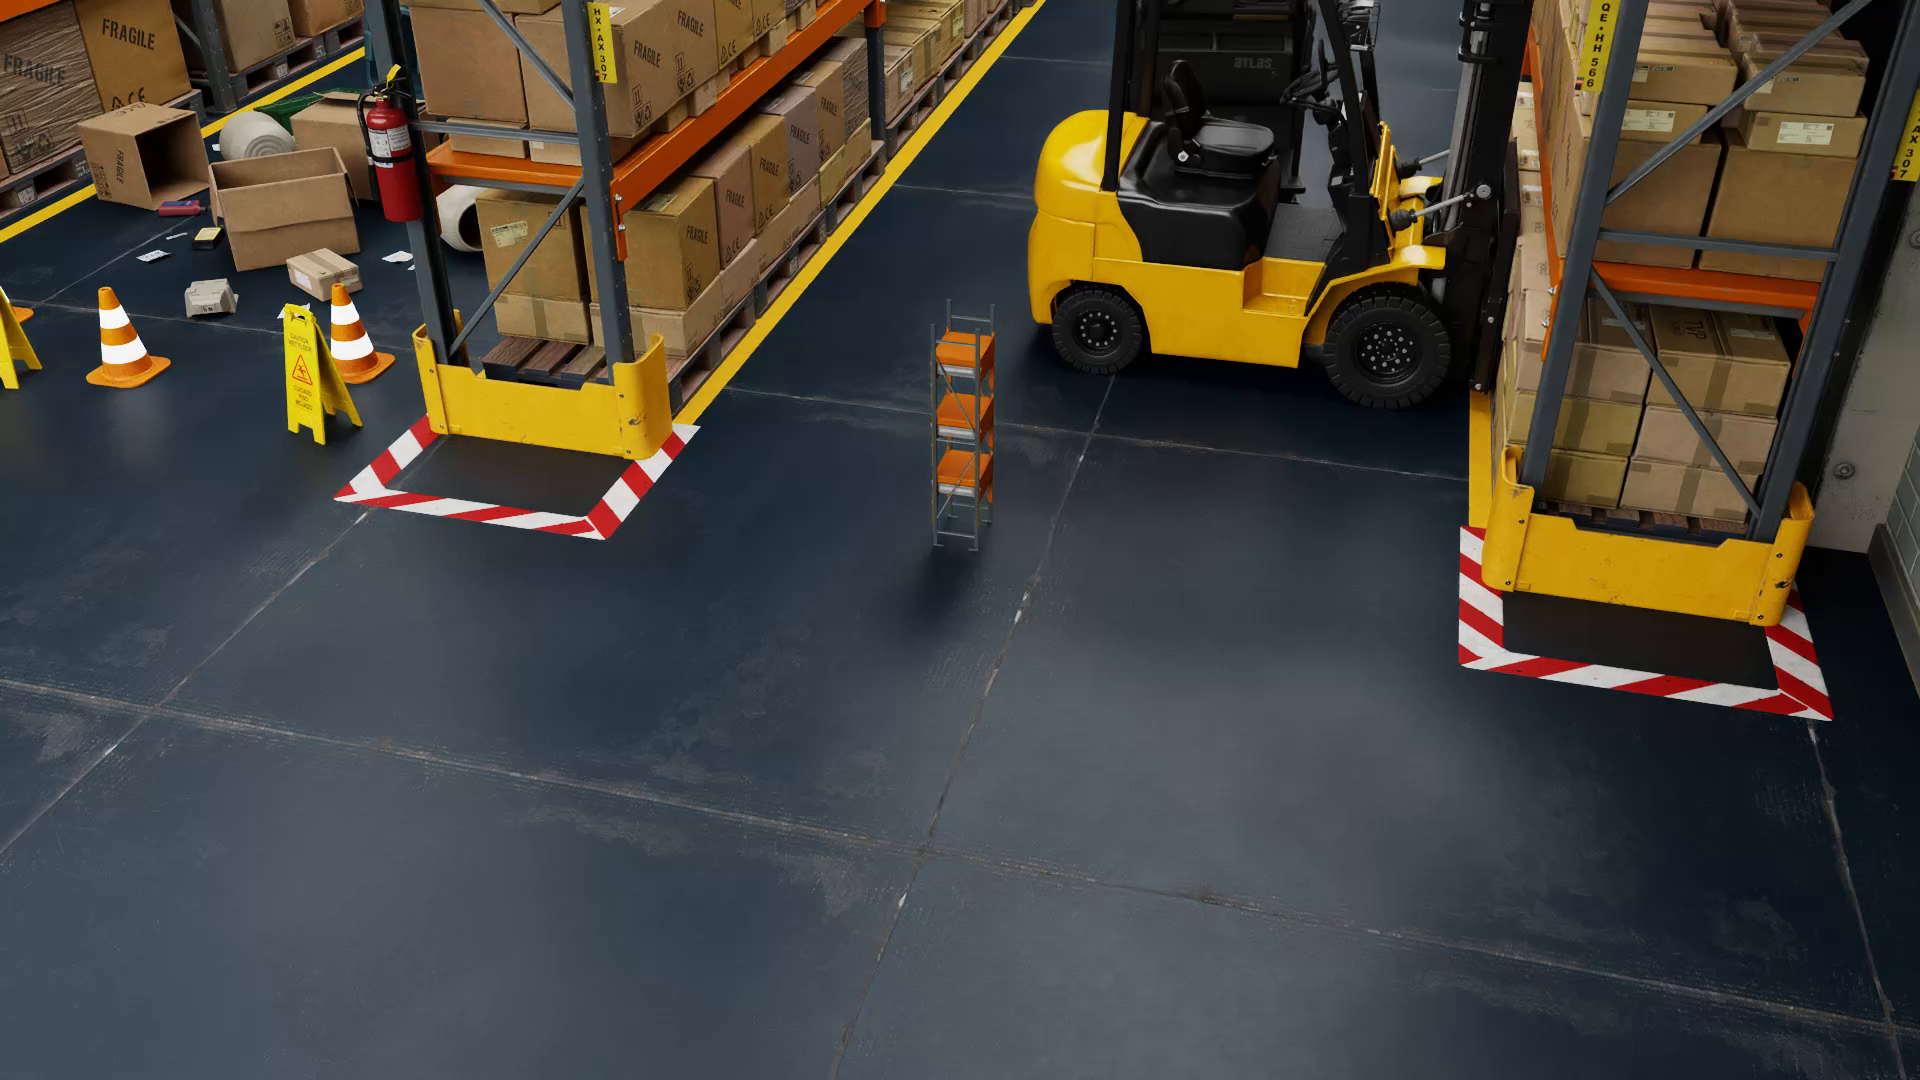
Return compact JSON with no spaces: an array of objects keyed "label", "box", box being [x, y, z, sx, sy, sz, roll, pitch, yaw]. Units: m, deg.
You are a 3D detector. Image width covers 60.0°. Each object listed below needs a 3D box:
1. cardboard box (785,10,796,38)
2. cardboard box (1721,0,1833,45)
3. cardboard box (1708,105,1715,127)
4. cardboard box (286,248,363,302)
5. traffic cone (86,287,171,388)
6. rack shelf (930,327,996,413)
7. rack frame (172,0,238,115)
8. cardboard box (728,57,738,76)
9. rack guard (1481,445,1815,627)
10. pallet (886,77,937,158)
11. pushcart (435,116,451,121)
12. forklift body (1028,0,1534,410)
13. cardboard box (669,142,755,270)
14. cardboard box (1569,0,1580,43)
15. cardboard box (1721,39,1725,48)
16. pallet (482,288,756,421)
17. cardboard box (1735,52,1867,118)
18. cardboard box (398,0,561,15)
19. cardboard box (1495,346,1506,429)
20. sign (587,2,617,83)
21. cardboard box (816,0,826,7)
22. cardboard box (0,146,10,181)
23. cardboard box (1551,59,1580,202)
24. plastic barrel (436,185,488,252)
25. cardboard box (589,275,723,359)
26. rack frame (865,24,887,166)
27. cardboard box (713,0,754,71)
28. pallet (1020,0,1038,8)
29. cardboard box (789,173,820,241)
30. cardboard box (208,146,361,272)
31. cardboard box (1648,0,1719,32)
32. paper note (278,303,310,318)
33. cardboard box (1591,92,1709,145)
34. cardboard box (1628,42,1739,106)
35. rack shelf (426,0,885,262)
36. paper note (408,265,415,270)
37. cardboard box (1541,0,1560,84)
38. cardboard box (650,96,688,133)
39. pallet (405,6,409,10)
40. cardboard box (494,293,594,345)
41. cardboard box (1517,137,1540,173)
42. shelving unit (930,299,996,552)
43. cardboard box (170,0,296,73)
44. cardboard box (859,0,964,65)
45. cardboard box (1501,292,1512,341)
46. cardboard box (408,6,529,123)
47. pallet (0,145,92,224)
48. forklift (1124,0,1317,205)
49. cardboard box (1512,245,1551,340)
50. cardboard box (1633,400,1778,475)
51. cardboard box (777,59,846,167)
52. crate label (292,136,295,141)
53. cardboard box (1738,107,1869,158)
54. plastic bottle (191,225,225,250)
[{"label":"cardboard box","box":[-1.128,-2.869,9.201,0.380,0.149,0.250,7,33,12]},{"label":"cardboard box","box":[3.316,-2.073,6.741,0.380,0.149,0.250,8,33,13]},{"label":"cardboard box","box":[3.299,-1.625,6.917,0.500,0.500,0.500,9,34,14]},{"label":"cardboard box","box":[-3.629,-1.516,9.496,0.380,0.149,0.250,28,42,36]},{"label":"traffic cone","box":[-4.307,-1.067,8.497,0.336,0.463,0.334,8,33,12]},{"label":"rack shelf","box":[0.014,-0.701,6.865,0.215,0.259,0.240,8,33,12]},{"label":"rack frame","box":[-5.807,-4.461,11.472,1.000,3.000,0.127,8,33,12]},{"label":"cardboard box","box":[-1.374,-2.475,8.582,0.380,0.149,0.250,9,34,14]},{"label":"rack guard","box":[2.788,-0.023,6.820,1.175,0.500,0.348,8,33,12]},{"label":"pallet","box":[-0.797,-3.067,11.878,1.003,0.211,1.213,8,33,12]},{"label":"pushcart","box":[-3.211,-3.018,11.645,1.648,0.377,0.936,-3,33,-4]},{"label":"forklift body","box":[1.511,-1.964,8.335,2.313,2.155,1.214,8,33,12]},{"label":"cardboard box","box":[-1.402,-1.763,8.699,0.500,0.500,0.500,7,33,11]},{"label":"cardboard box","box":[2.913,-2.293,7.364,0.380,0.149,0.250,8,33,13]},{"label":"cardboard box","box":[3.330,-1.945,6.816,0.380,0.149,0.250,7,33,11]},{"label":"pallet","box":[-1.748,-1.044,8.695,1.003,0.211,1.213,8,33,12]},{"label":"cardboard box","box":[3.086,-1.677,6.117,0.380,0.149,0.250,7,33,11]},{"label":"cardboard box","box":[-2.090,-2.649,7.318,0.700,0.500,0.500,7,33,11]},{"label":"cardboard box","box":[2.743,-0.651,7.649,0.500,0.250,0.500,8,33,12]},{"label":"sign","box":[-1.483,-2.056,6.881,0.100,0.325,0.005,8,33,12]},{"label":"cardboard box","box":[-0.978,-3.270,9.833,0.380,0.149,0.250,8,33,13]},{"label":"cardboard box","box":[-6.492,-2.484,9.950,0.875,0.875,0.875,8,33,12]},{"label":"cardboard box","box":[2.806,-1.692,7.022,0.500,0.500,0.500,9,34,14]},{"label":"plastic barrel","box":[-2.948,-1.955,9.930,0.421,0.421,0.512,-21,38,-29]},{"label":"cardboard box","box":[-1.536,-1.162,8.453,0.500,0.250,0.500,8,33,12]},{"label":"rack frame","box":[-0.993,-3.840,10.494,1.000,3.000,0.127,8,33,12]},{"label":"cardboard box","box":[-1.363,-2.674,8.289,0.500,0.500,0.500,7,33,11]},{"label":"pallet","box":[0.295,-5.138,15.135,1.003,0.211,1.213,8,33,12]},{"label":"cardboard box","box":[-1.142,-1.972,9.728,0.500,0.250,0.500,9,33,13]},{"label":"cardboard box","box":[-4.011,-1.967,9.875,0.797,0.503,0.637,-14,35,-21]},{"label":"cardboard box","box":[2.889,-2.137,6.841,0.380,0.149,0.250,8,33,13]},{"label":"paper note","box":[-3.693,-1.273,9.223,0.148,0.019,0.142,-3,33,-4]},{"label":"cardboard box","box":[2.611,-1.624,6.311,0.380,0.149,0.250,8,33,13]},{"label":"cardboard box","box":[2.681,-1.746,6.226,0.380,0.149,0.250,8,33,12]},{"label":"rack shelf","box":[-1.500,-2.498,9.055,1.077,0.370,4.000,8,33,12]},{"label":"paper note","box":[-3.202,-1.613,9.779,0.032,0.001,0.123,8,33,12]},{"label":"cardboard box","box":[3.200,-2.478,8.259,0.500,0.500,0.500,8,33,12]},{"label":"cardboard box","box":[-1.525,-2.066,7.938,0.380,0.149,0.250,7,33,11]},{"label":"pallet","box":[-5.064,-4.961,14.858,1.003,0.211,1.213,8,33,12]},{"label":"cardboard box","box":[-2.057,-1.250,8.591,0.500,0.250,0.500,8,33,12]},{"label":"cardboard box","box":[3.128,-1.873,8.639,0.500,0.250,0.500,9,34,14]},{"label":"shelving unit","box":[0.014,-0.471,7.012,0.215,1.050,0.252,8,33,12]},{"label":"cardboard box","box":[-5.736,-4.024,12.489,1.050,0.750,0.750,8,33,12]},{"label":"cardboard box","box":[-0.508,-3.915,12.671,0.950,0.372,0.625,9,34,14]},{"label":"cardboard box","box":[2.864,-1.143,7.957,0.500,0.250,0.500,7,33,11]},{"label":"cardboard box","box":[-2.137,-2.251,7.624,0.500,0.500,0.500,7,33,12]},{"label":"pallet","box":[-6.383,-2.265,10.617,1.003,0.211,1.213,8,33,12]},{"label":"forklift","box":[1.545,-3.298,9.706,1.130,2.935,3.031,2,33,3]},{"label":"cardboard box","box":[2.733,-1.076,7.387,0.500,0.250,0.500,9,33,13]},{"label":"cardboard box","box":[3.114,-0.534,6.999,0.500,0.250,0.500,9,33,13]},{"label":"cardboard box","box":[-1.011,-2.565,9.962,0.500,0.500,0.500,9,33,13]},{"label":"crate label","box":[-4.426,-2.688,11.351,0.298,0.136,0.250,-14,35,-21]},{"label":"cardboard box","box":[3.131,-1.547,6.190,0.380,0.149,0.250,7,33,11]},{"label":"plastic bottle","box":[-4.556,-1.844,10.094,0.133,0.061,0.283,-3,33,-4]}]
